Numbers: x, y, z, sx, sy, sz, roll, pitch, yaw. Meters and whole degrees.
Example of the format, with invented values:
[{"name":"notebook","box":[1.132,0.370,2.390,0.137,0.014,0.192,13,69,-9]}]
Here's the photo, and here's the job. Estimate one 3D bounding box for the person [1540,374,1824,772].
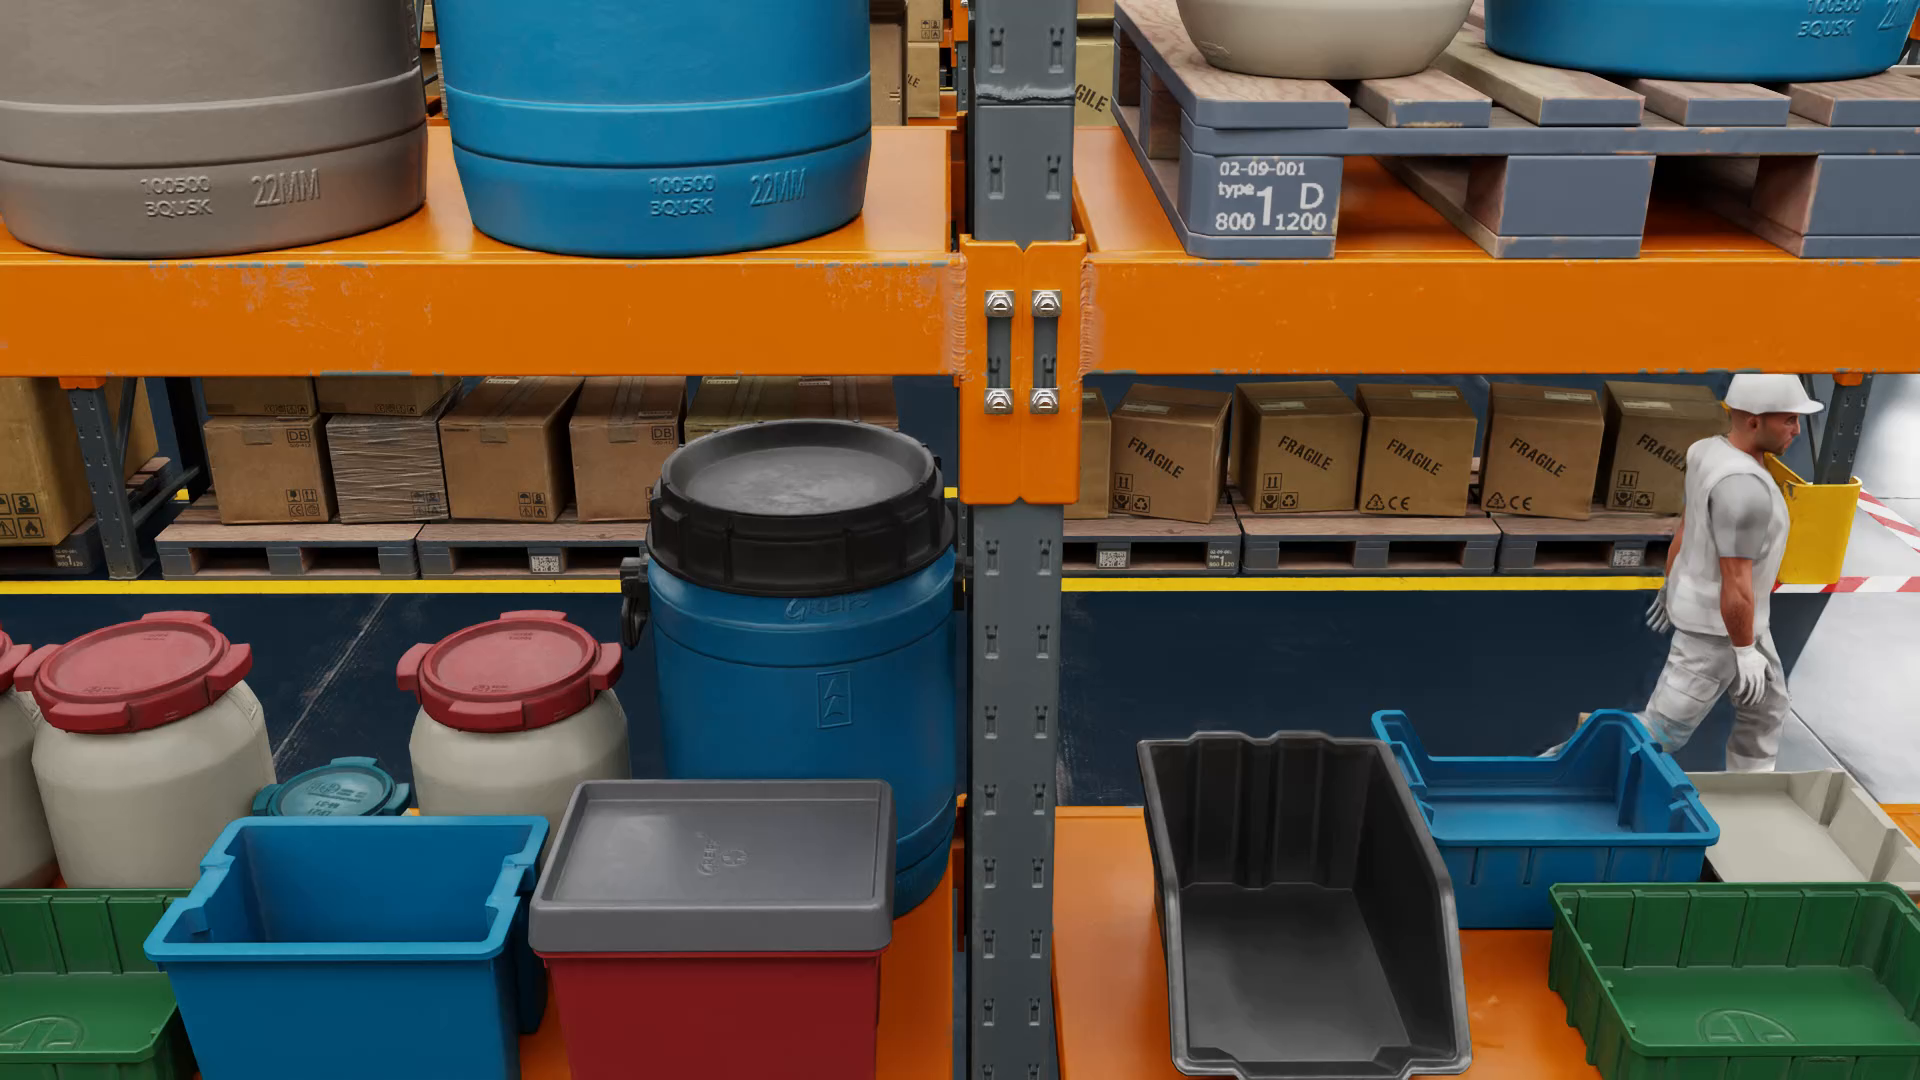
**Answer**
[{"name":"person","box":[2.474,0.261,5.494,1.028,1.748,0.614,8,25,18]}]
